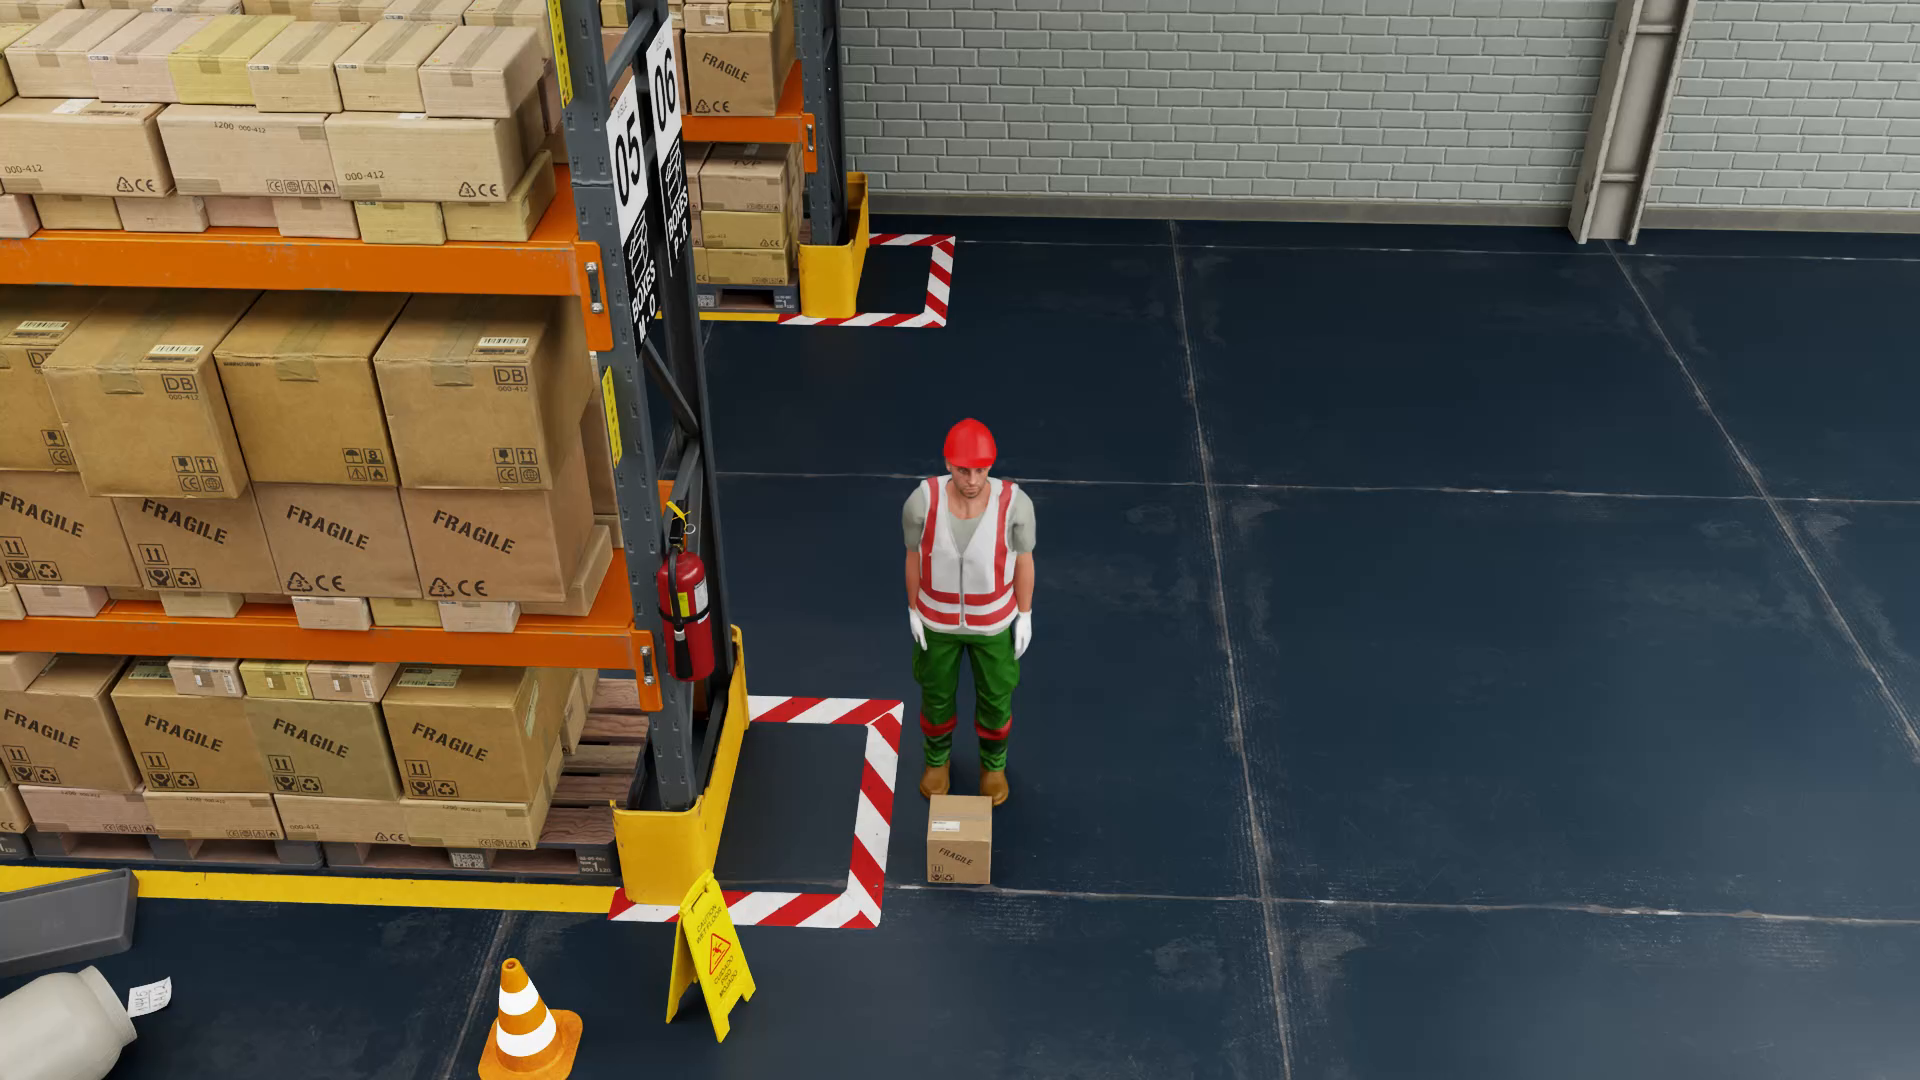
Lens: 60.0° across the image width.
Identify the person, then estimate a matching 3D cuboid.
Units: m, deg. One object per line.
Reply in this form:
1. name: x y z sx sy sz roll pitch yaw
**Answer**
1. person: 0.033 0.309 6.663 0.523 1.787 0.344 2 35 3
